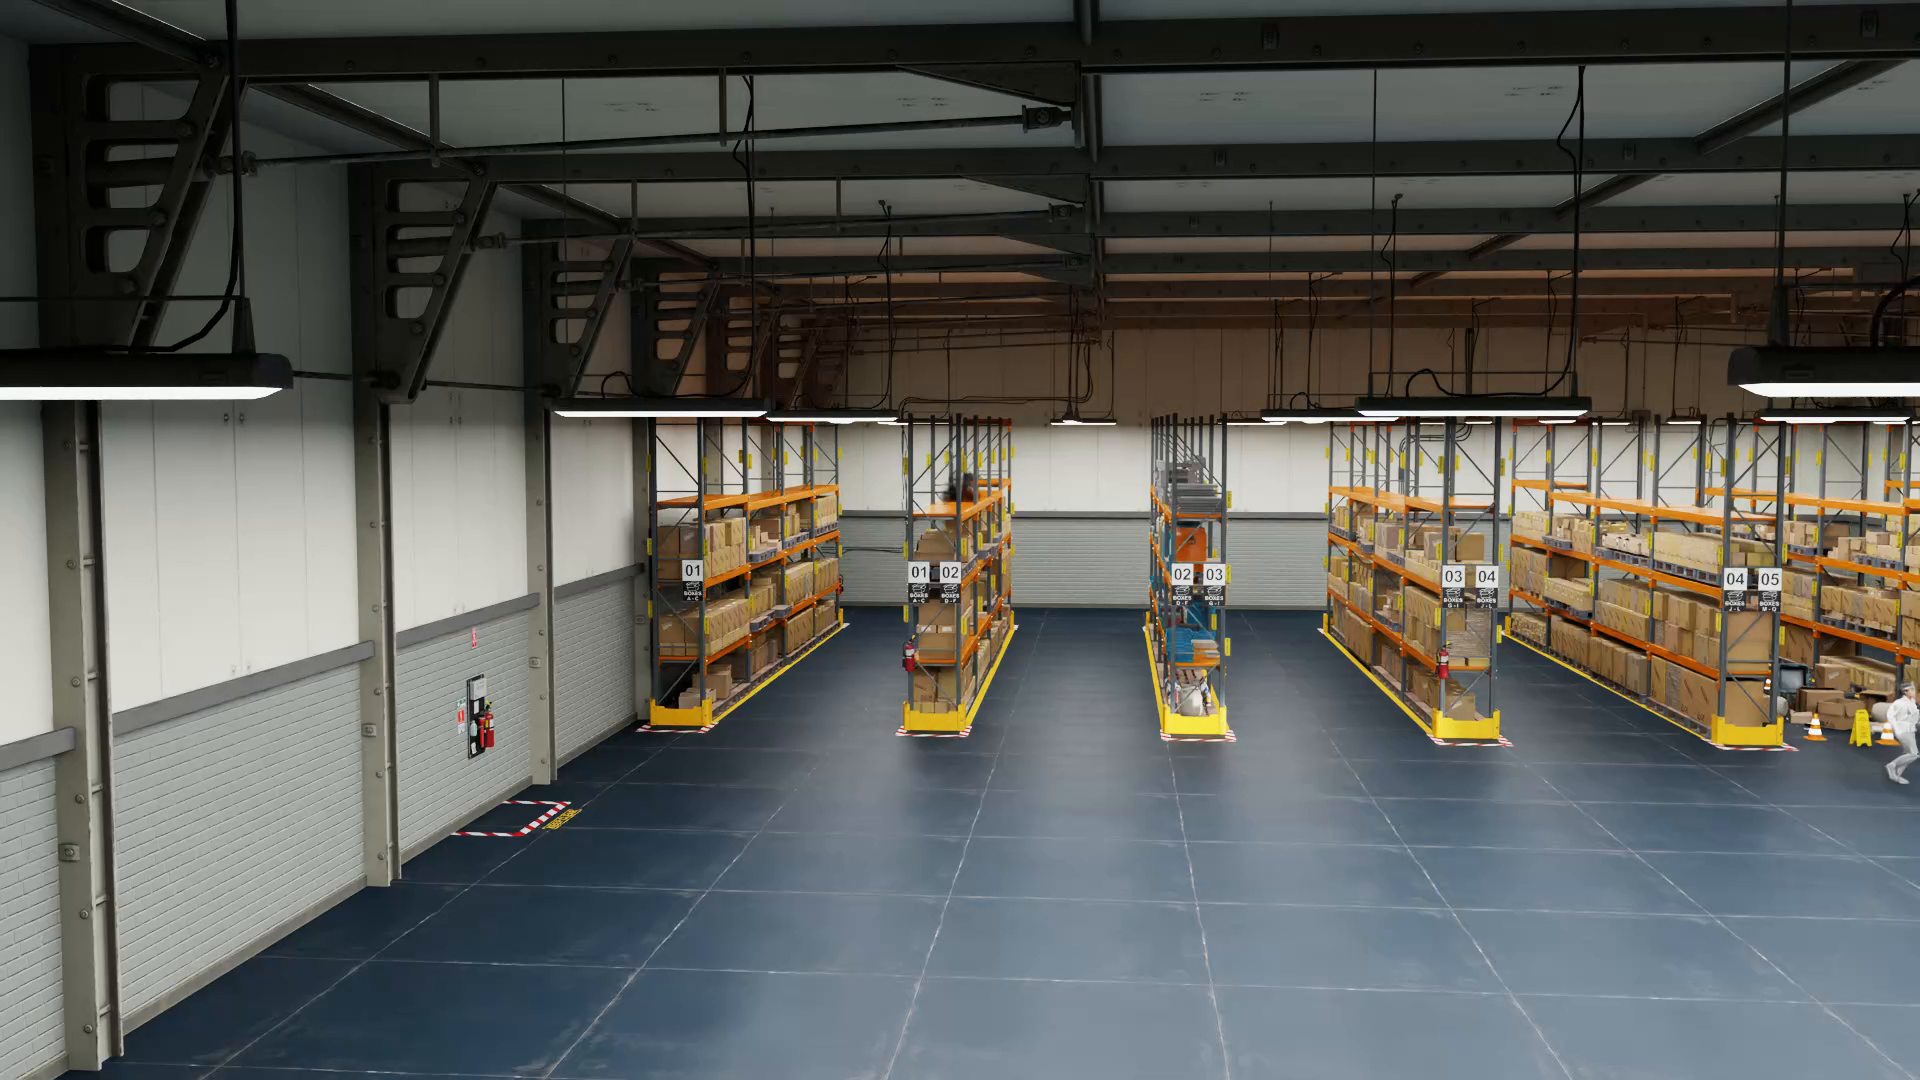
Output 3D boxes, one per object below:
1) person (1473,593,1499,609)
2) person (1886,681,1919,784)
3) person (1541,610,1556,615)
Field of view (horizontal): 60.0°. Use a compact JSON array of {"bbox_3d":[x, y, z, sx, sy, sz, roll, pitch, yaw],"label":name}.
[{"bbox_3d":[13.820,1.921,43.771,0.731,1.751,0.713,1,4,10],"label":"person"},{"bbox_3d":[15.253,3.093,26.744,0.628,1.663,0.534,-3,5,-39],"label":"person"},{"bbox_3d":[16.690,1.705,47.057,0.733,1.701,0.525,-3,5,-38],"label":"person"}]
